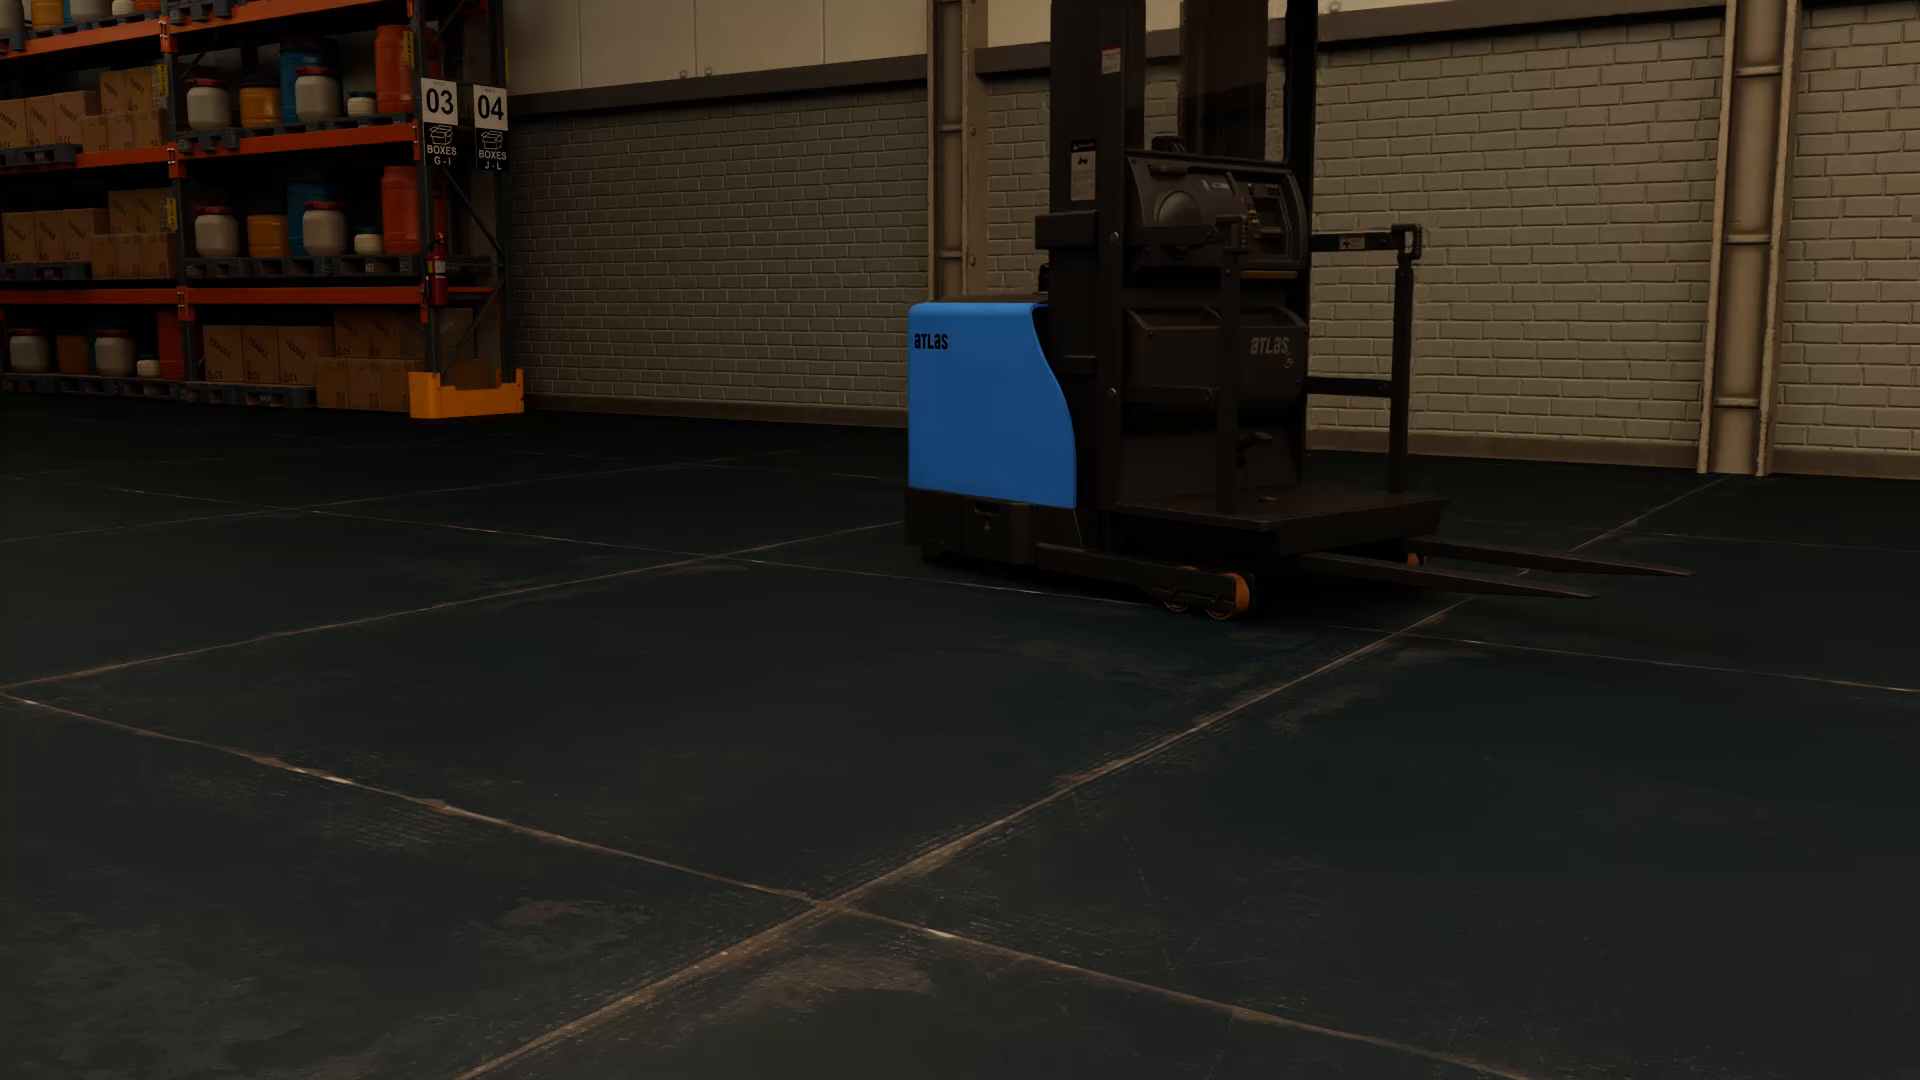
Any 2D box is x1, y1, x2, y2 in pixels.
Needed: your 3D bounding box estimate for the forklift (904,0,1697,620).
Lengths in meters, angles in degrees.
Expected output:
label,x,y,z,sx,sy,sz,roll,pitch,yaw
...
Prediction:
label,x,y,z,sx,sy,sz,roll,pitch,yaw
forklift,1.107,-1.257,6.031,1.130,2.935,3.031,-7,11,-40
